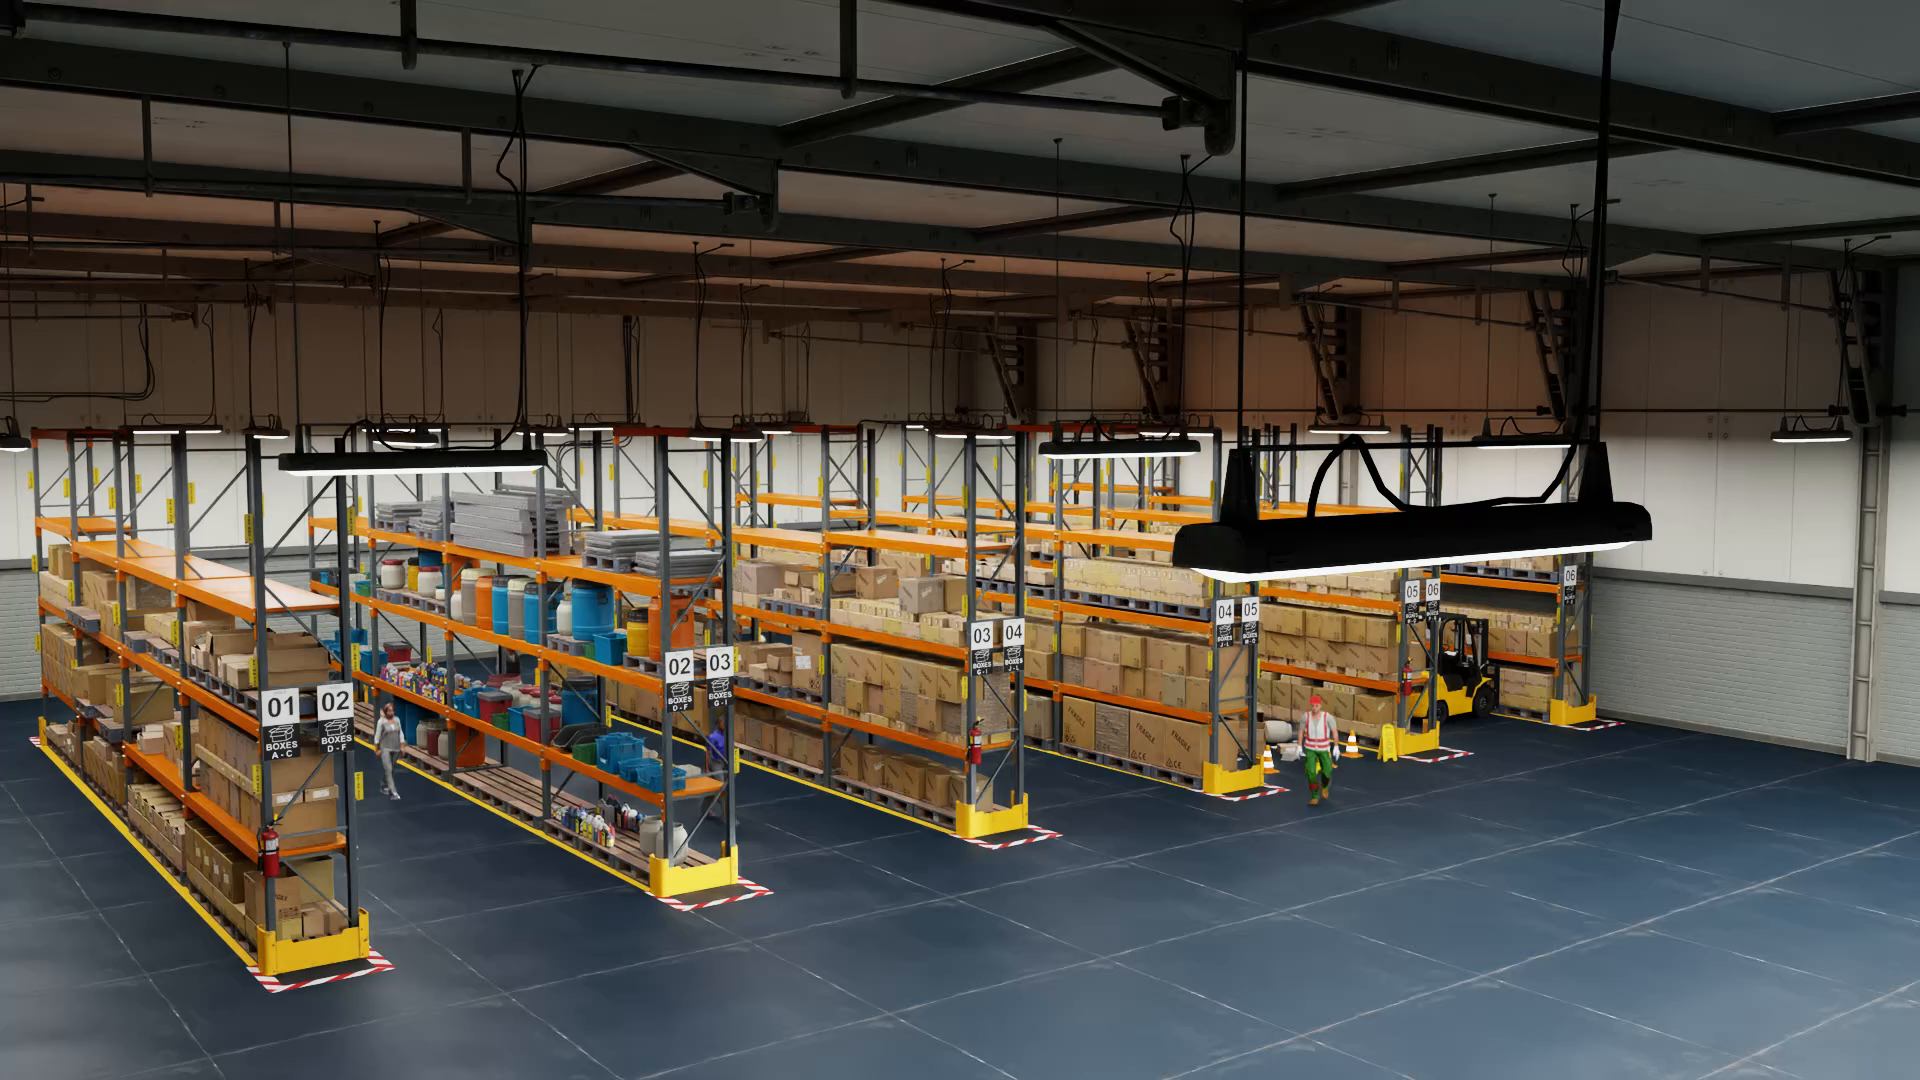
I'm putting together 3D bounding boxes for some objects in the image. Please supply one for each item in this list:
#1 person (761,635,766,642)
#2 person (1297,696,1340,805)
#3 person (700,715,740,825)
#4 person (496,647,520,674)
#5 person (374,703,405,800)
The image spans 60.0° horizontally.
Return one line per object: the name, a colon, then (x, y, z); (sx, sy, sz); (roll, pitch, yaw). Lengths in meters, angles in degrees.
person: (-4.187, 2.794, 33.954); (0.703, 1.764, 0.622); (4, 6, 41)
person: (5.772, 3.353, 26.752); (0.682, 1.758, 0.606); (1, 5, 17)
person: (-3.665, 3.503, 25.558); (0.902, 1.600, 0.483); (2, 5, 27)
person: (-9.077, 2.870, 33.549); (0.737, 1.727, 0.613); (4, 6, 41)
person: (-9.220, 3.417, 26.985); (0.967, 1.546, 0.434); (4, 6, 40)
